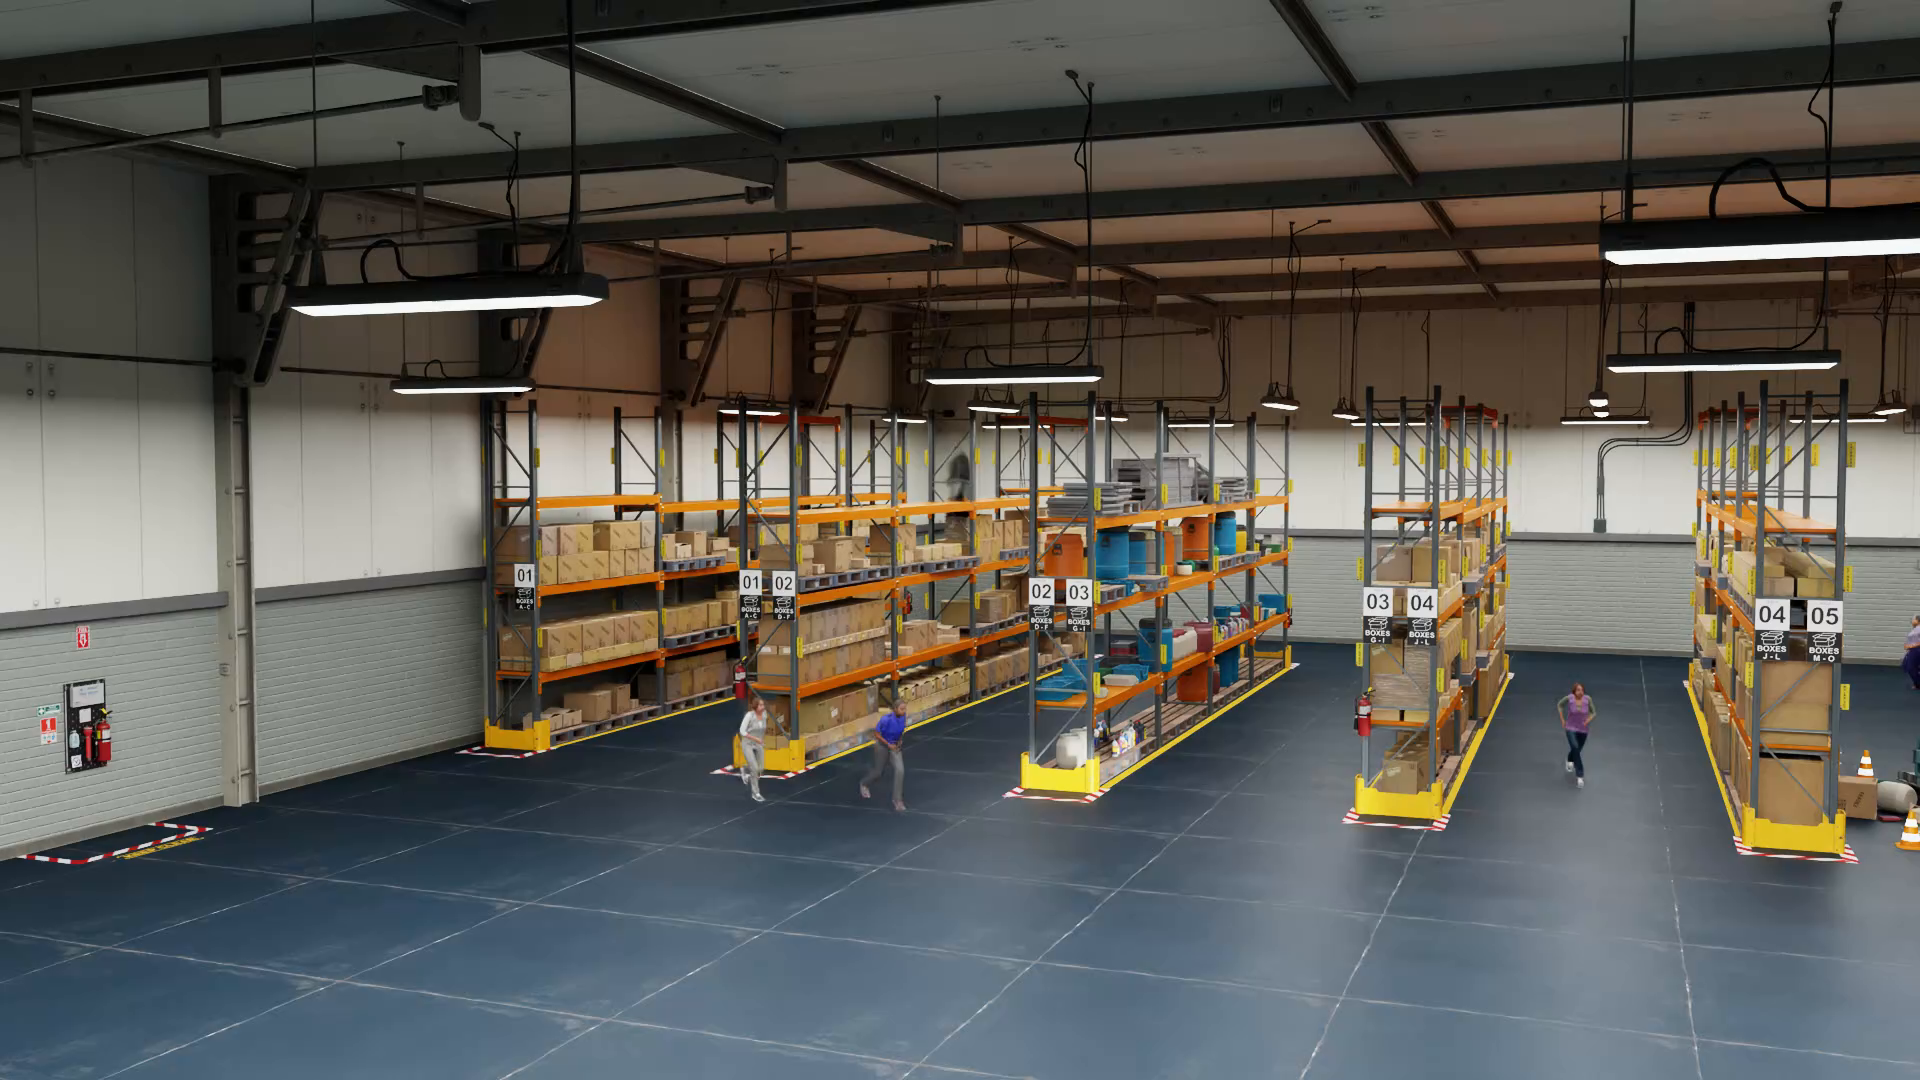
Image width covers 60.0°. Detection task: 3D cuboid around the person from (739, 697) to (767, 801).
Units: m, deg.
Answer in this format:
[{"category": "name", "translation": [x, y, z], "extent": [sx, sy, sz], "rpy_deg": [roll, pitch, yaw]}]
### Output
[{"category": "person", "translation": [-3.033, 3.044, 24.356], "extent": [0.521, 1.543, 0.678], "rpy_deg": [-2, 4, -37]}]

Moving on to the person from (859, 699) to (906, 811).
[{"category": "person", "translation": [-1.096, 3.054, 23.957], "extent": [0.977, 1.616, 0.611], "rpy_deg": [3, 4, 43]}]

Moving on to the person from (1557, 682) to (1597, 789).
[{"category": "person", "translation": [9.497, 2.953, 25.640], "extent": [0.540, 1.588, 0.997], "rpy_deg": [0, 3, 6]}]

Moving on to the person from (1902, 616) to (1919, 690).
[{"category": "person", "translation": [20.703, 2.448, 35.974], "extent": [0.555, 1.595, 0.610], "rpy_deg": [1, 3, 20]}]
